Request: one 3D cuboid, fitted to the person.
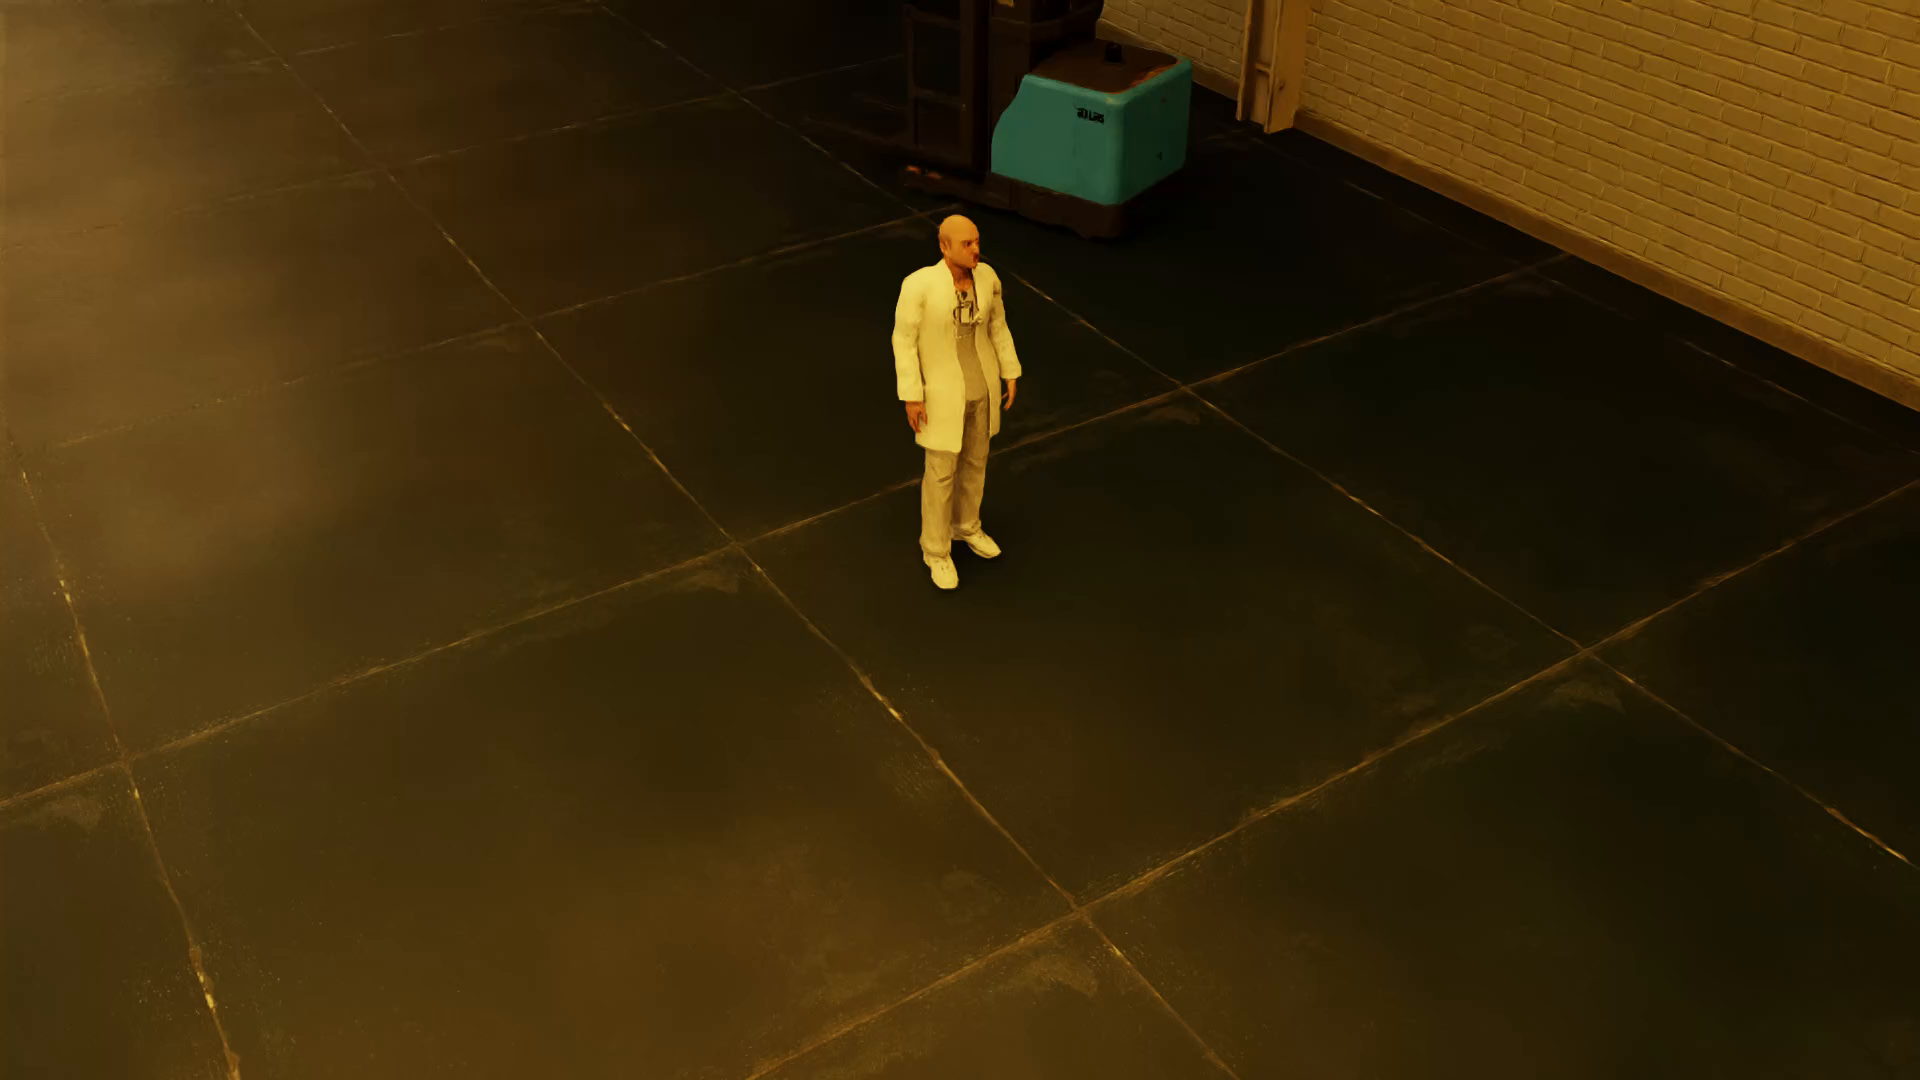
[{"bbox_3d":[0.046,-0.688,8.117,0.694,1.776,0.579,-21,40,-27],"label":"person"}]

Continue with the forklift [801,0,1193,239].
[{"bbox_3d":[0.163,-3.974,11.803,3.031,2.935,1.130,23,41,29],"label":"forklift"}]
